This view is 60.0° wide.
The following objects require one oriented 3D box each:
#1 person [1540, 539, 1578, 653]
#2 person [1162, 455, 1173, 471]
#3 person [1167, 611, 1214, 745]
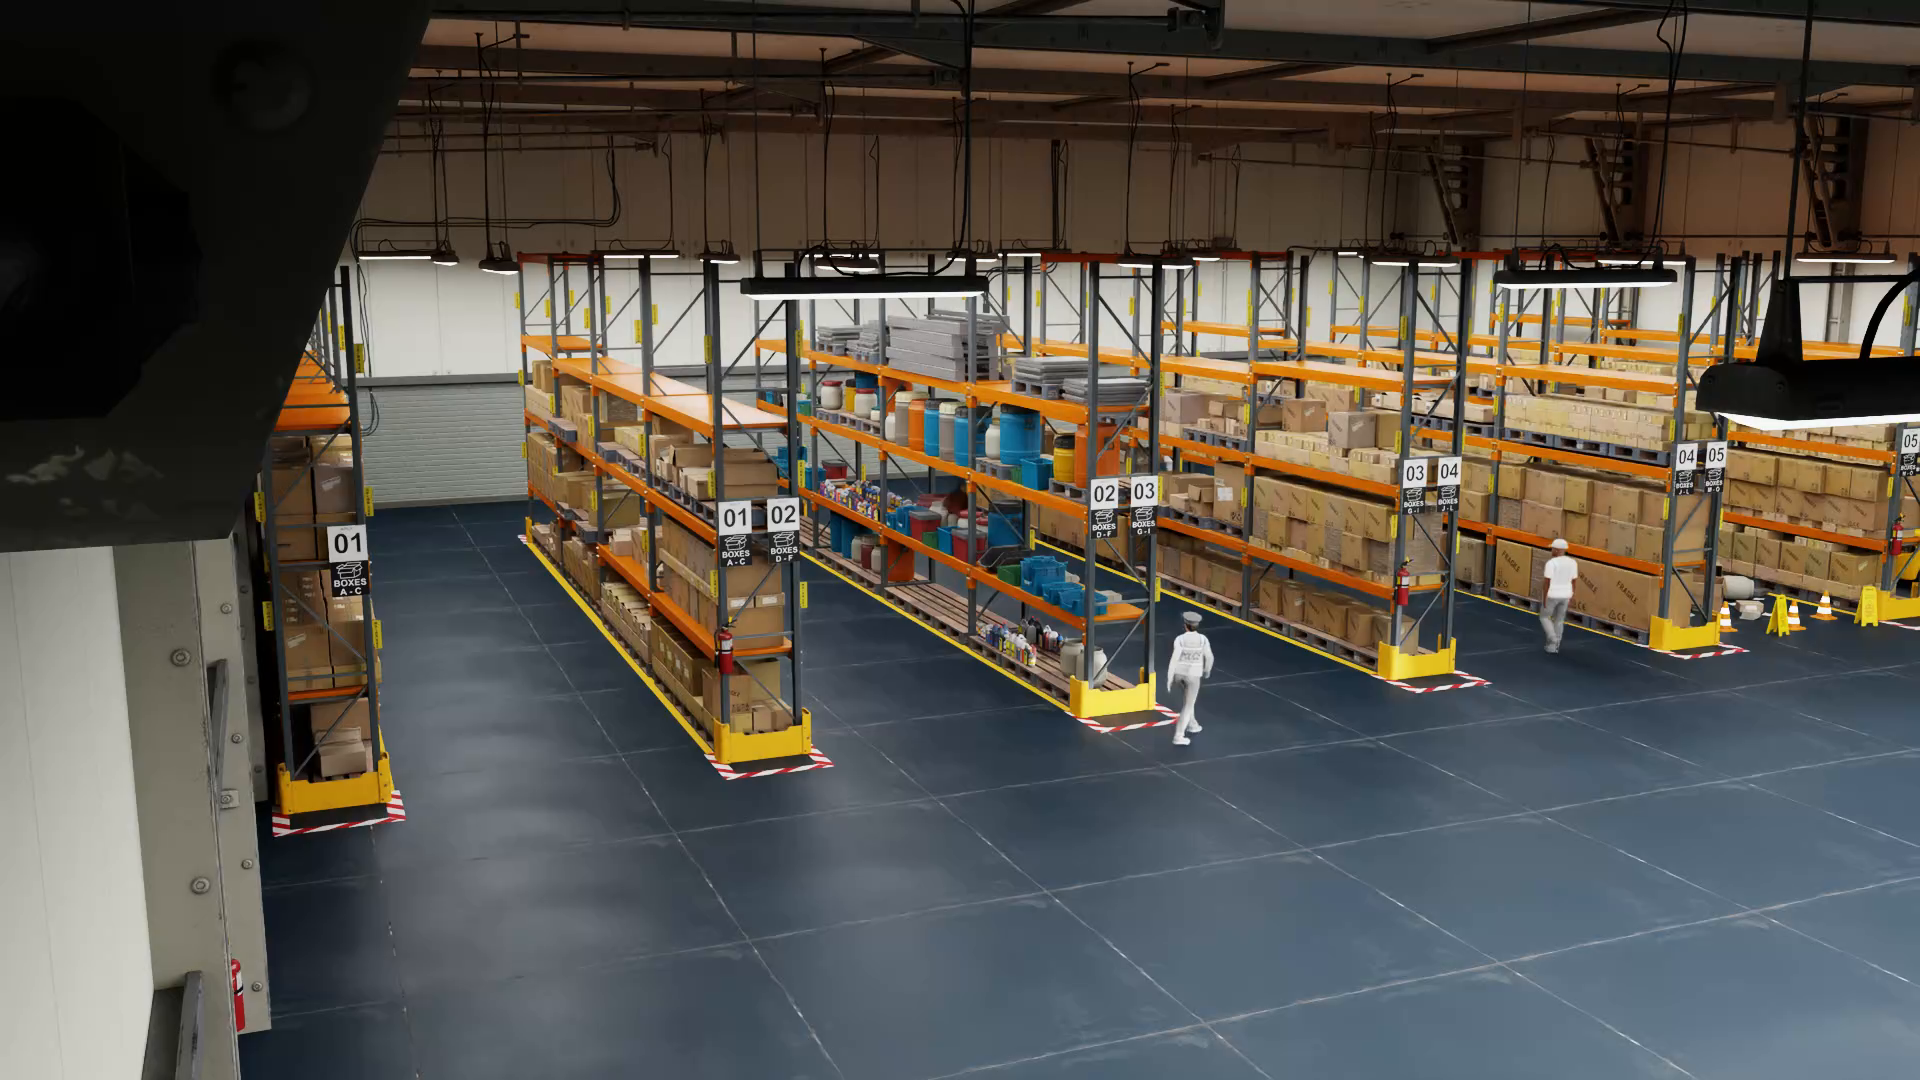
[{"bbox_3d":[9.134,0.870,25.330,0.546,1.758,0.618,1,10,5],"label":"person"},{"bbox_3d":[5.443,-2.182,41.997,0.612,1.787,0.634,-4,11,-20],"label":"person"},{"bbox_3d":[2.926,1.715,21.020,0.844,1.648,0.432,-10,14,-43],"label":"person"}]
